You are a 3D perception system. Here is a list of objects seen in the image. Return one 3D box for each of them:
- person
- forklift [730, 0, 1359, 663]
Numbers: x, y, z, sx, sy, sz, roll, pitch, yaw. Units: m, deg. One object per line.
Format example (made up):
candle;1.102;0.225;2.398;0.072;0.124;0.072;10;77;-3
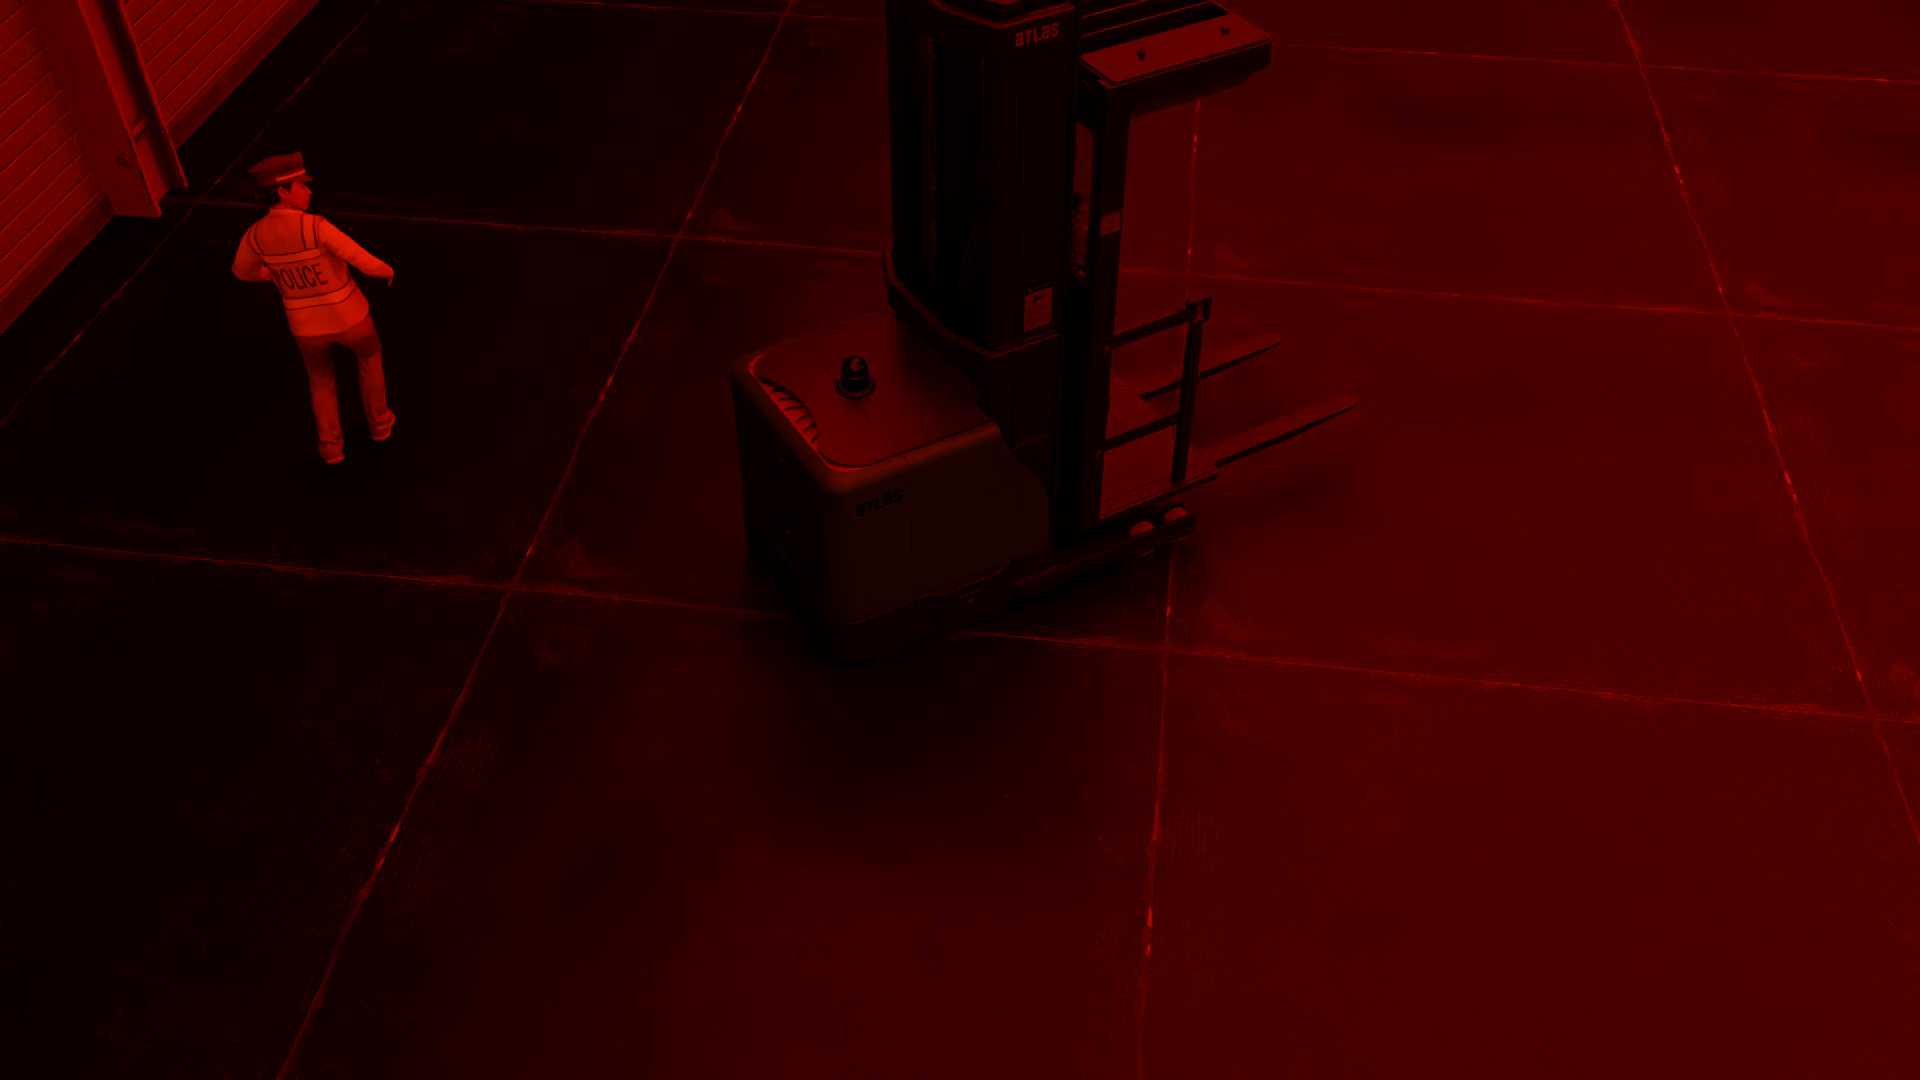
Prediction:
person;-3.031;-1.109;7.936;0.730;1.635;0.587;-4;43;-5
forklift;0.526;-1.290;7.129;3.031;2.935;1.130;-22;47;-22
